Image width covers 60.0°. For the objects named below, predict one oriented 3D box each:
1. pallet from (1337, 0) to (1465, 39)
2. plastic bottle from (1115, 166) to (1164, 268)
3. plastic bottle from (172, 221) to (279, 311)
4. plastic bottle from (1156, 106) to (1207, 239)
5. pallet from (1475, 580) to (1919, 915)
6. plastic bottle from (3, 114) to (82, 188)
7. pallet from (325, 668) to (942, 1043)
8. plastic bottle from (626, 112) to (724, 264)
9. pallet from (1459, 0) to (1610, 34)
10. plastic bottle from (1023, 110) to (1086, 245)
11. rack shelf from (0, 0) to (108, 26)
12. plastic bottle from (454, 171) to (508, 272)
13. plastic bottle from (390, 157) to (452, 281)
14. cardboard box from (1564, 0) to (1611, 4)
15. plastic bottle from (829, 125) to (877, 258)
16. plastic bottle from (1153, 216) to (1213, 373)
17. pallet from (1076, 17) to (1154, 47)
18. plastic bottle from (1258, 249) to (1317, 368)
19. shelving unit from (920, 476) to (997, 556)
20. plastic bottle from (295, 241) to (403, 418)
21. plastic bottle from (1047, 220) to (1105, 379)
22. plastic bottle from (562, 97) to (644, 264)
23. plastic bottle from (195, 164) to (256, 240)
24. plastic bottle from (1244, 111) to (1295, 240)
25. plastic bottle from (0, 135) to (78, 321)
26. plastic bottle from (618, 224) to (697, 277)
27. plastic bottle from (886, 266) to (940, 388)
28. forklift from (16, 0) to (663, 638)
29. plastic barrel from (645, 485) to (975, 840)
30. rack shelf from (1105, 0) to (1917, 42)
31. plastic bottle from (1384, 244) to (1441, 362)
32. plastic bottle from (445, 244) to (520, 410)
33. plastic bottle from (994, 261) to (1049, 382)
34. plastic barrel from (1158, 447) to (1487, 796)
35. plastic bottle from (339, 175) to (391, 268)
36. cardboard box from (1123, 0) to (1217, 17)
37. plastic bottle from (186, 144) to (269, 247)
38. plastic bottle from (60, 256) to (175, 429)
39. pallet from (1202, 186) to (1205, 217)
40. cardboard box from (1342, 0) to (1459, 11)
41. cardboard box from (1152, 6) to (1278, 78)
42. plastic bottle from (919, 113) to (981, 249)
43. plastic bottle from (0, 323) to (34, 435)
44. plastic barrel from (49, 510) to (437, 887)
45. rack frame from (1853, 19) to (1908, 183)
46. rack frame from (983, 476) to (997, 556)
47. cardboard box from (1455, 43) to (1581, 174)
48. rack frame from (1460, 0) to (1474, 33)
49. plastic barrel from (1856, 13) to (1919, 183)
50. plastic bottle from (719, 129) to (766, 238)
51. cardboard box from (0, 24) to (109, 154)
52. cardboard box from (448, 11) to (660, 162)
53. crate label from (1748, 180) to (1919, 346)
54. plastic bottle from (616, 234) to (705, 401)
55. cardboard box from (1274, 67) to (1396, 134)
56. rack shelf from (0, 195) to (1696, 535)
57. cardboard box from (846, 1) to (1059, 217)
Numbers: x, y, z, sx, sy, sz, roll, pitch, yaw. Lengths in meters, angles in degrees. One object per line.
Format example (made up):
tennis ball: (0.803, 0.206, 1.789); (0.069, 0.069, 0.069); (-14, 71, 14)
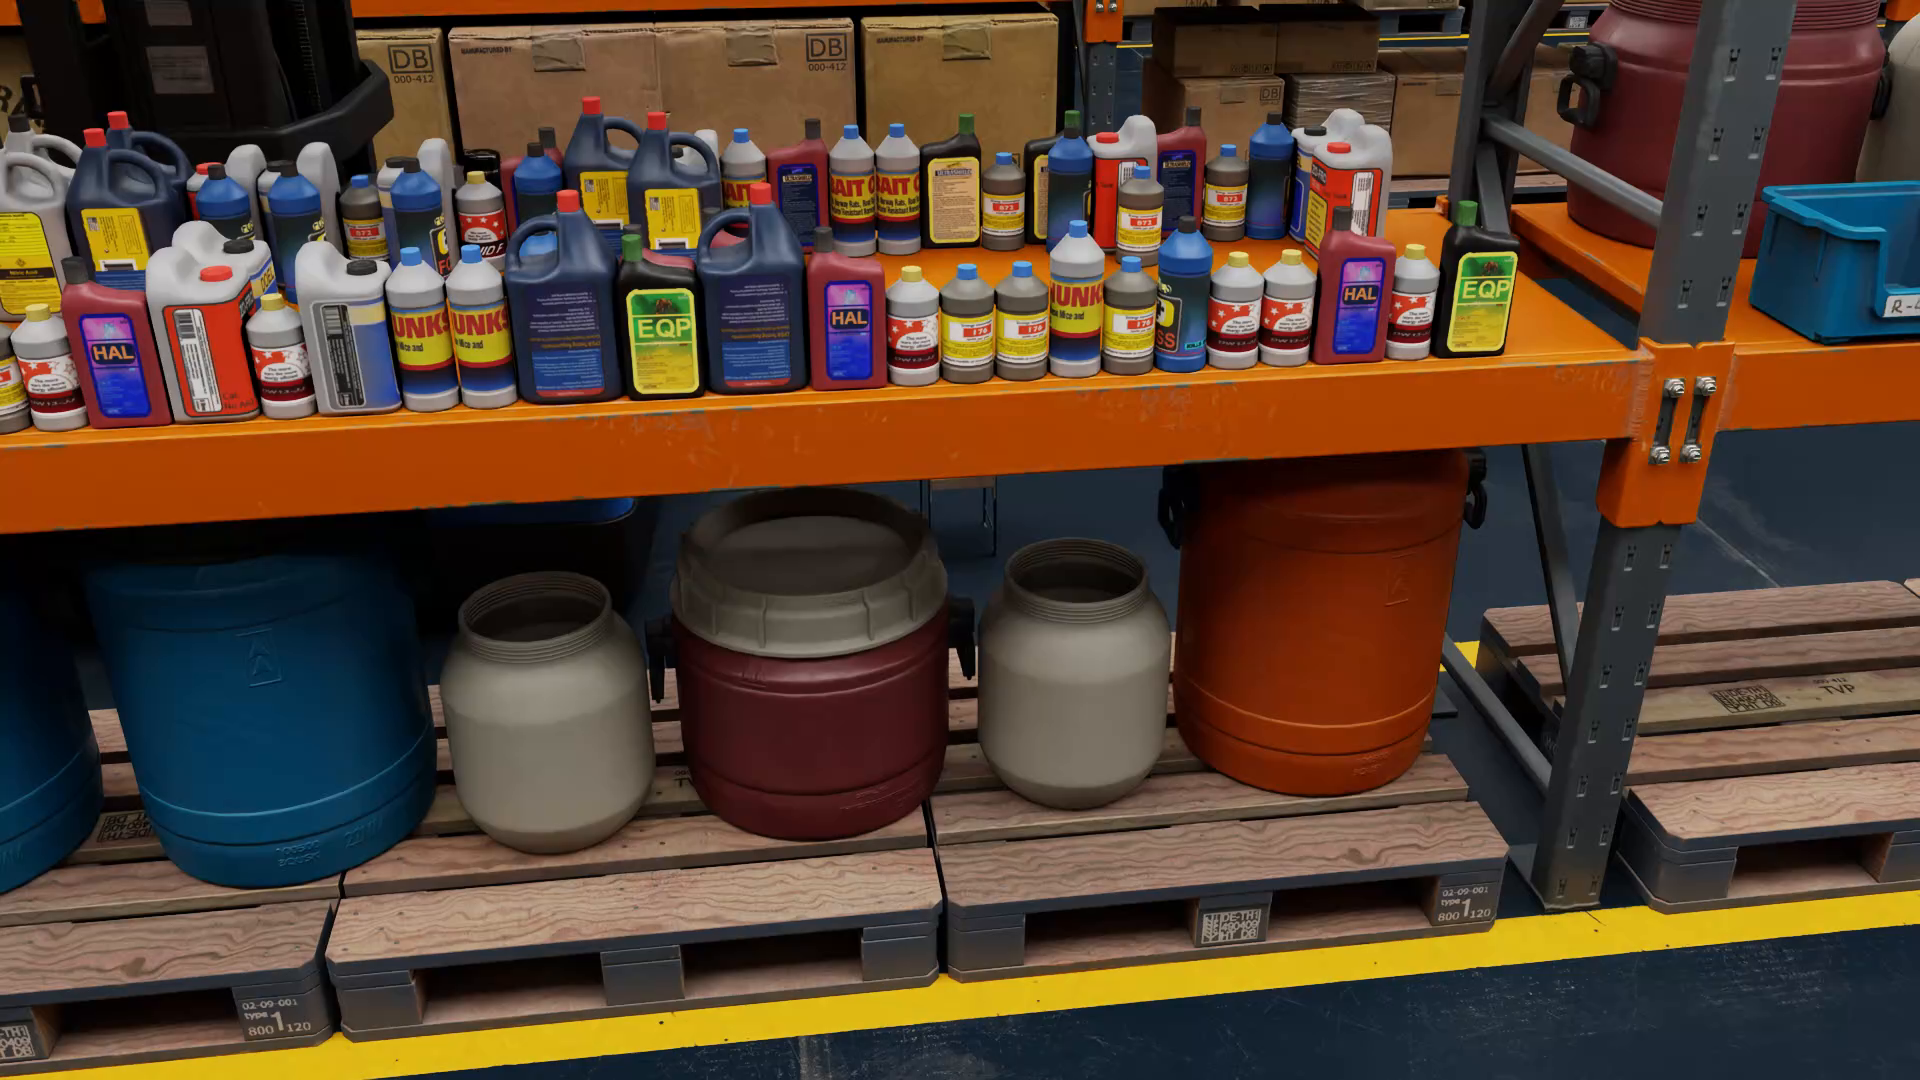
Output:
pallet: (3.204, -4.162, 13.130); (1.213, 0.211, 1.003); (-4, 27, -7)
plastic bottle: (0.381, -0.689, 3.525); (0.097, 0.201, 0.097); (0, 27, 0)
plastic bottle: (-1.277, -0.419, 2.917); (0.135, 0.276, 0.152); (-4, 27, -7)
plastic bottle: (0.472, -0.810, 3.671); (0.133, 0.283, 0.061); (-4, 27, -7)
pallet: (2.050, 0.465, 4.112); (1.213, 0.211, 1.003); (-4, 27, -7)
plastic bottle: (-1.819, -0.674, 3.331); (0.185, 0.351, 0.144); (-4, 27, -7)
pallet: (-0.703, 0.642, 3.767); (1.213, 0.211, 1.003); (-4, 27, -7)
plastic bottle: (-0.574, -0.684, 3.350); (0.185, 0.351, 0.144); (-4, 27, -7)
pallet: (4.721, -4.258, 13.317); (1.213, 0.211, 1.003); (-4, 27, -7)
plastic bottle: (0.207, -0.793, 3.638); (0.133, 0.283, 0.061); (-4, 27, -7)
rack shelf: (-5.354, -2.281, 7.198); (4.000, 0.370, 1.077); (-4, 27, -7)
plastic bottle: (-1.003, -0.670, 3.488); (0.097, 0.201, 0.097); (0, 27, 0)
plastic bottle: (-1.079, -0.627, 3.326); (0.097, 0.271, 0.097); (0, 27, 0)
cardboard box: (4.590, -4.736, 13.061); (0.875, 0.875, 0.875); (-3, 27, -6)
plastic bottle: (-0.230, -0.751, 3.569); (0.097, 0.271, 0.097); (0, 27, 0)
plastic bottle: (0.398, -0.442, 2.966); (0.097, 0.271, 0.097); (0, 27, 0)
pallet: (0.787, -4.007, 12.828); (1.213, 0.211, 1.003); (-4, 27, -7)
plastic bottle: (0.591, -0.423, 3.006); (0.097, 0.201, 0.097); (0, 27, 0)
shelving unit: (-0.008, -0.400, 5.044); (0.210, 0.900, 0.258); (-4, 27, -7)
plastic bottle: (-1.026, -0.365, 2.811); (0.135, 0.276, 0.152); (-4, 27, -7)
plastic bottle: (0.205, -0.429, 2.942); (0.097, 0.271, 0.097); (0, 27, 0)
plastic bottle: (-0.728, -0.744, 3.468); (0.185, 0.351, 0.144); (-4, 27, -7)
plastic bottle: (-1.442, -0.603, 3.281); (0.097, 0.271, 0.097); (0, 27, 0)
plastic bottle: (0.685, -0.810, 3.684); (0.097, 0.271, 0.097); (0, 27, 0)
plastic bottle: (-1.799, -0.609, 3.204); (0.185, 0.351, 0.144); (-4, 27, -7)
plastic bottle: (-0.519, -0.408, 2.887); (0.133, 0.283, 0.061); (-4, 27, -7)
plastic bottle: (-0.084, -0.380, 2.922); (0.097, 0.201, 0.097); (0, 27, 0)
forklift: (-2.462, -1.271, 4.516); (3.031, 2.935, 1.130); (-2, 27, -3)
plastic barrel: (-0.323, 0.253, 3.653); (0.708, 0.588, 0.600); (-4, 27, -7)
rack shelf: (2.568, -2.790, 8.189); (4.000, 0.370, 1.077); (-4, 27, -7)
plastic bottle: (0.819, -0.438, 3.035); (0.097, 0.201, 0.097); (0, 27, 0)
plastic bottle: (-0.811, -0.364, 2.815); (0.097, 0.271, 0.097); (0, 27, 0)
plastic bottle: (0.109, -0.392, 2.946); (0.097, 0.201, 0.097); (0, 27, 0)
plastic barrel: (0.795, 0.074, 3.737); (0.708, 0.830, 0.600); (-4, 27, -7)
plastic bottle: (-1.233, -0.656, 3.460); (0.097, 0.201, 0.097); (0, 27, 0)
cardboard box: (1.477, -4.472, 12.685); (0.750, 0.750, 1.050); (-3, 27, -6)
plastic bottle: (-1.477, -0.661, 3.387); (0.135, 0.276, 0.152); (-4, 27, -7)
plastic bottle: (-1.382, -0.324, 2.724); (0.133, 0.283, 0.061); (-4, 27, -7)
pallet: (1.361, -1.791, 8.509); (1.213, 0.211, 1.003); (-4, 27, -7)
cardboard box: (3.355, -4.592, 12.917); (0.750, 0.750, 1.050); (-4, 27, -7)
cardboard box: (1.246, -2.456, 8.186); (0.500, 0.250, 0.500); (-3, 27, -5)
plastic bottle: (-0.022, -0.778, 3.609); (0.133, 0.283, 0.061); (-4, 27, -7)
plastic bottle: (-1.595, -0.283, 2.732); (0.097, 0.201, 0.097); (0, 27, 0)
plastic barrel: (-1.441, 0.186, 3.441); (0.708, 0.901, 0.600); (-4, 27, -7)
rack frame: (4.548, -3.237, 8.273); (0.127, 3.000, 1.000); (-4, 27, -7)
rack frame: (0.093, -0.406, 5.056); (0.006, 0.900, 0.240); (-4, 27, -7)
cardboard box: (2.908, -2.234, 8.574); (0.500, 0.500, 0.700); (-6, 28, -12)
rack frame: (3.957, -5.486, 12.656); (0.127, 3.000, 1.000); (-4, 27, -7)
plastic barrel: (2.266, -0.955, 3.704); (0.421, 0.512, 0.421); (0, 27, 0)
plastic bottle: (-0.459, -0.737, 3.541); (0.097, 0.271, 0.097); (0, 27, 0)
cardboard box: (-4.038, -1.964, 7.659); (0.875, 0.875, 0.875); (-4, 27, -7)
cardboard box: (-1.858, -2.077, 7.879); (0.875, 0.875, 1.225); (-5, 28, -9)
crate label: (1.747, -0.527, 3.174); (0.416, 0.233, 0.303); (-4, 27, -7)
plastic bottle: (-0.511, -0.380, 2.833); (0.133, 0.283, 0.061); (-4, 27, -7)
cardboard box: (1.795, -2.159, 8.428); (0.500, 0.500, 0.700); (-6, 28, -11)
rack shelf: (-0.703, -0.296, 3.330); (4.000, 0.370, 1.077); (-4, 27, -7)
cardboard box: (-0.099, -2.190, 8.099); (0.875, 0.875, 1.225); (-5, 28, -10)
